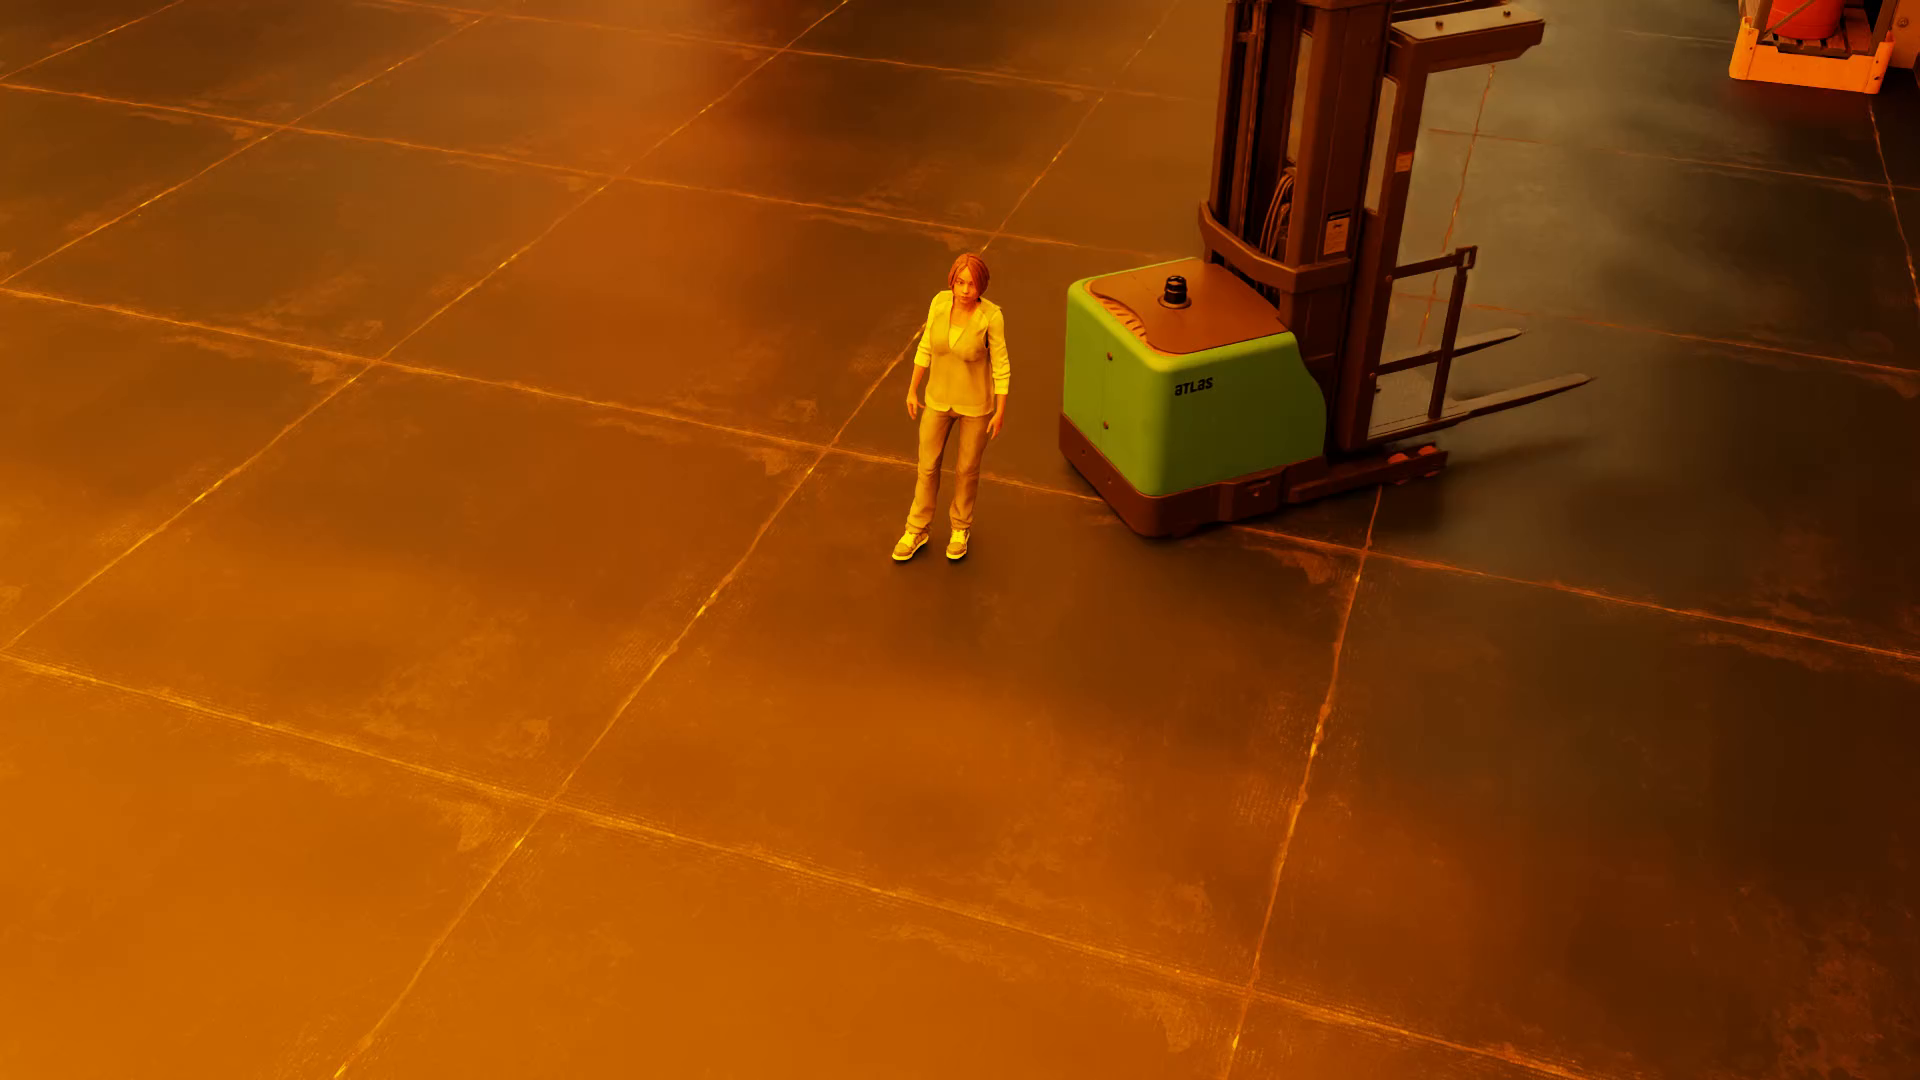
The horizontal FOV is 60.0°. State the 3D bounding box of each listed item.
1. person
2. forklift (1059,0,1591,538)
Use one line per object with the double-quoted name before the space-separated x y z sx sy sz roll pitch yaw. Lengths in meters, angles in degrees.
"person" -0.038 -0.620 8.126 0.519 1.598 0.474 12 37 16
"forklift" 2.112 -1.764 8.599 3.031 2.935 1.130 -14 38 -19
